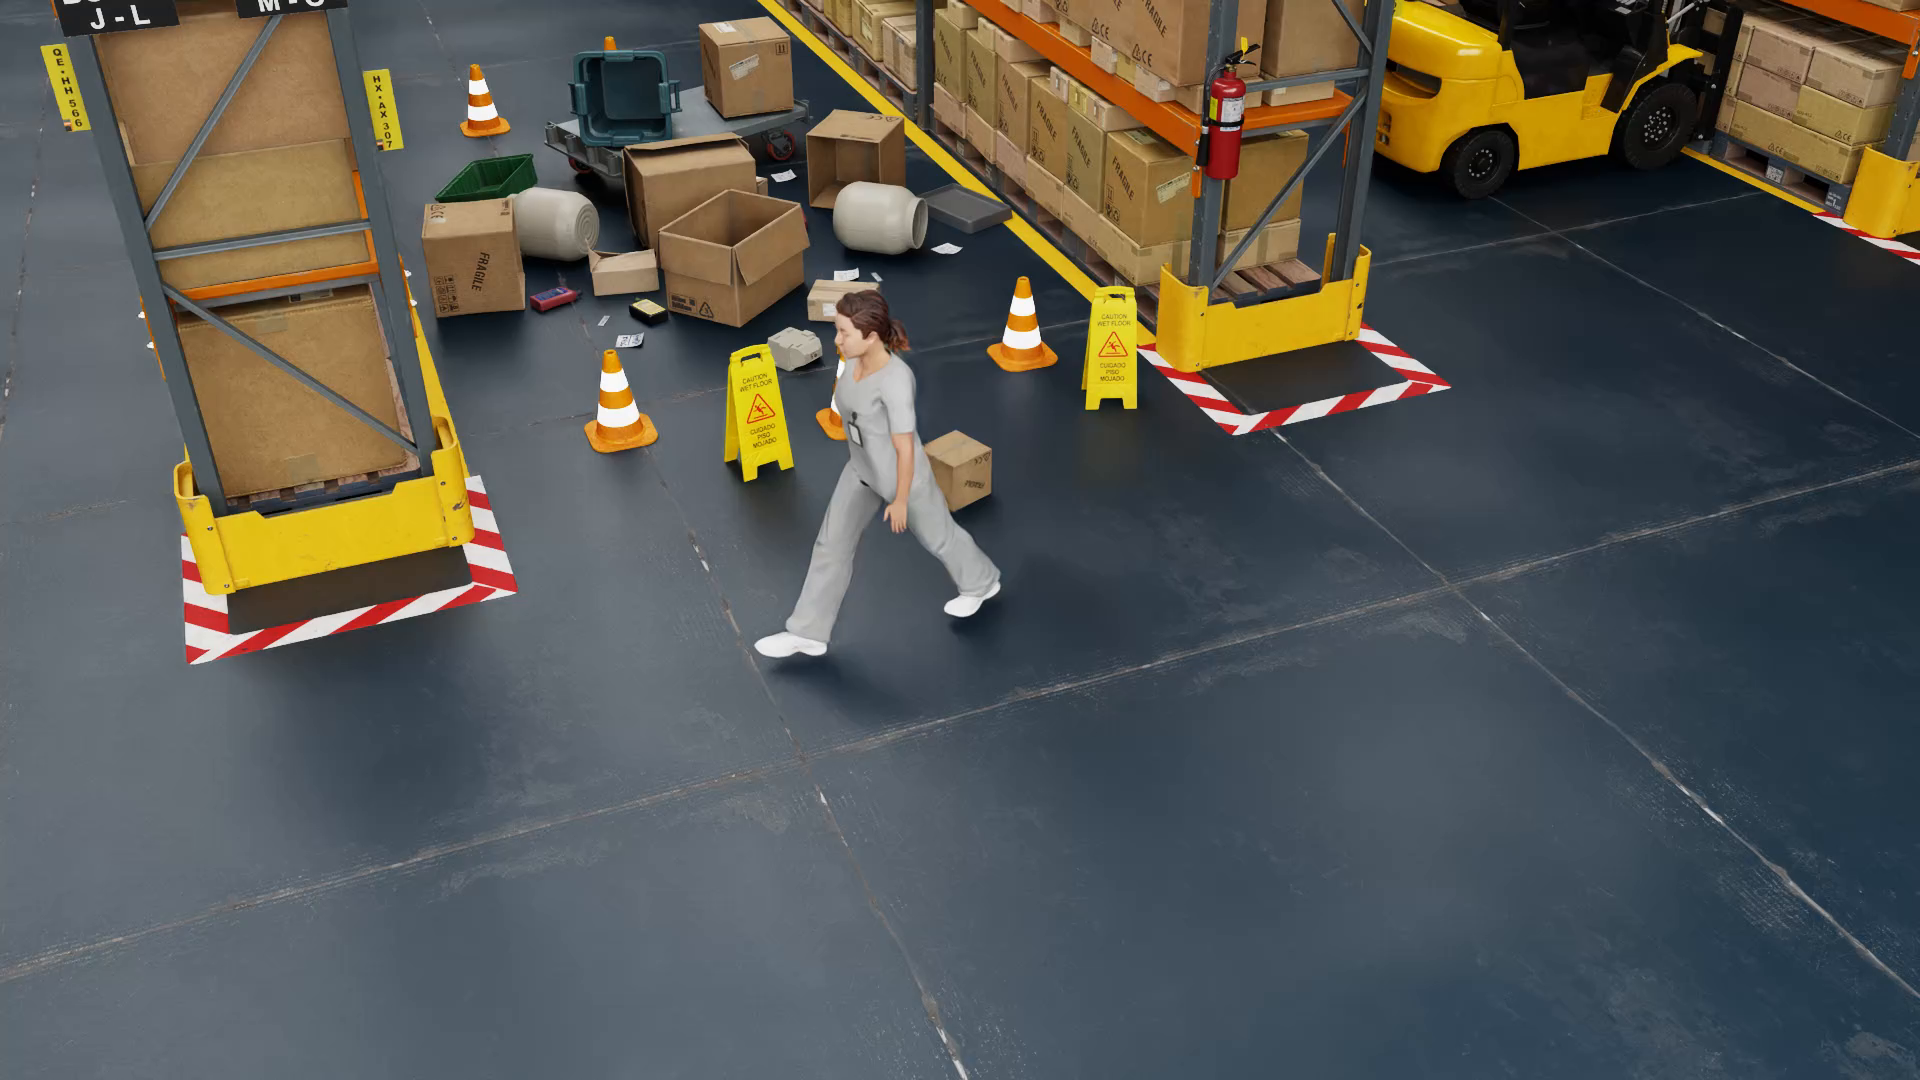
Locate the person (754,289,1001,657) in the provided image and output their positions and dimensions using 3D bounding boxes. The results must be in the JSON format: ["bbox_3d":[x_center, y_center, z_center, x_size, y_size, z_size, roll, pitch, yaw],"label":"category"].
[{"bbox_3d":[-0.298,-0.252,6.569,1.097,1.578,0.448,-22,39,-29],"label":"person"}]
